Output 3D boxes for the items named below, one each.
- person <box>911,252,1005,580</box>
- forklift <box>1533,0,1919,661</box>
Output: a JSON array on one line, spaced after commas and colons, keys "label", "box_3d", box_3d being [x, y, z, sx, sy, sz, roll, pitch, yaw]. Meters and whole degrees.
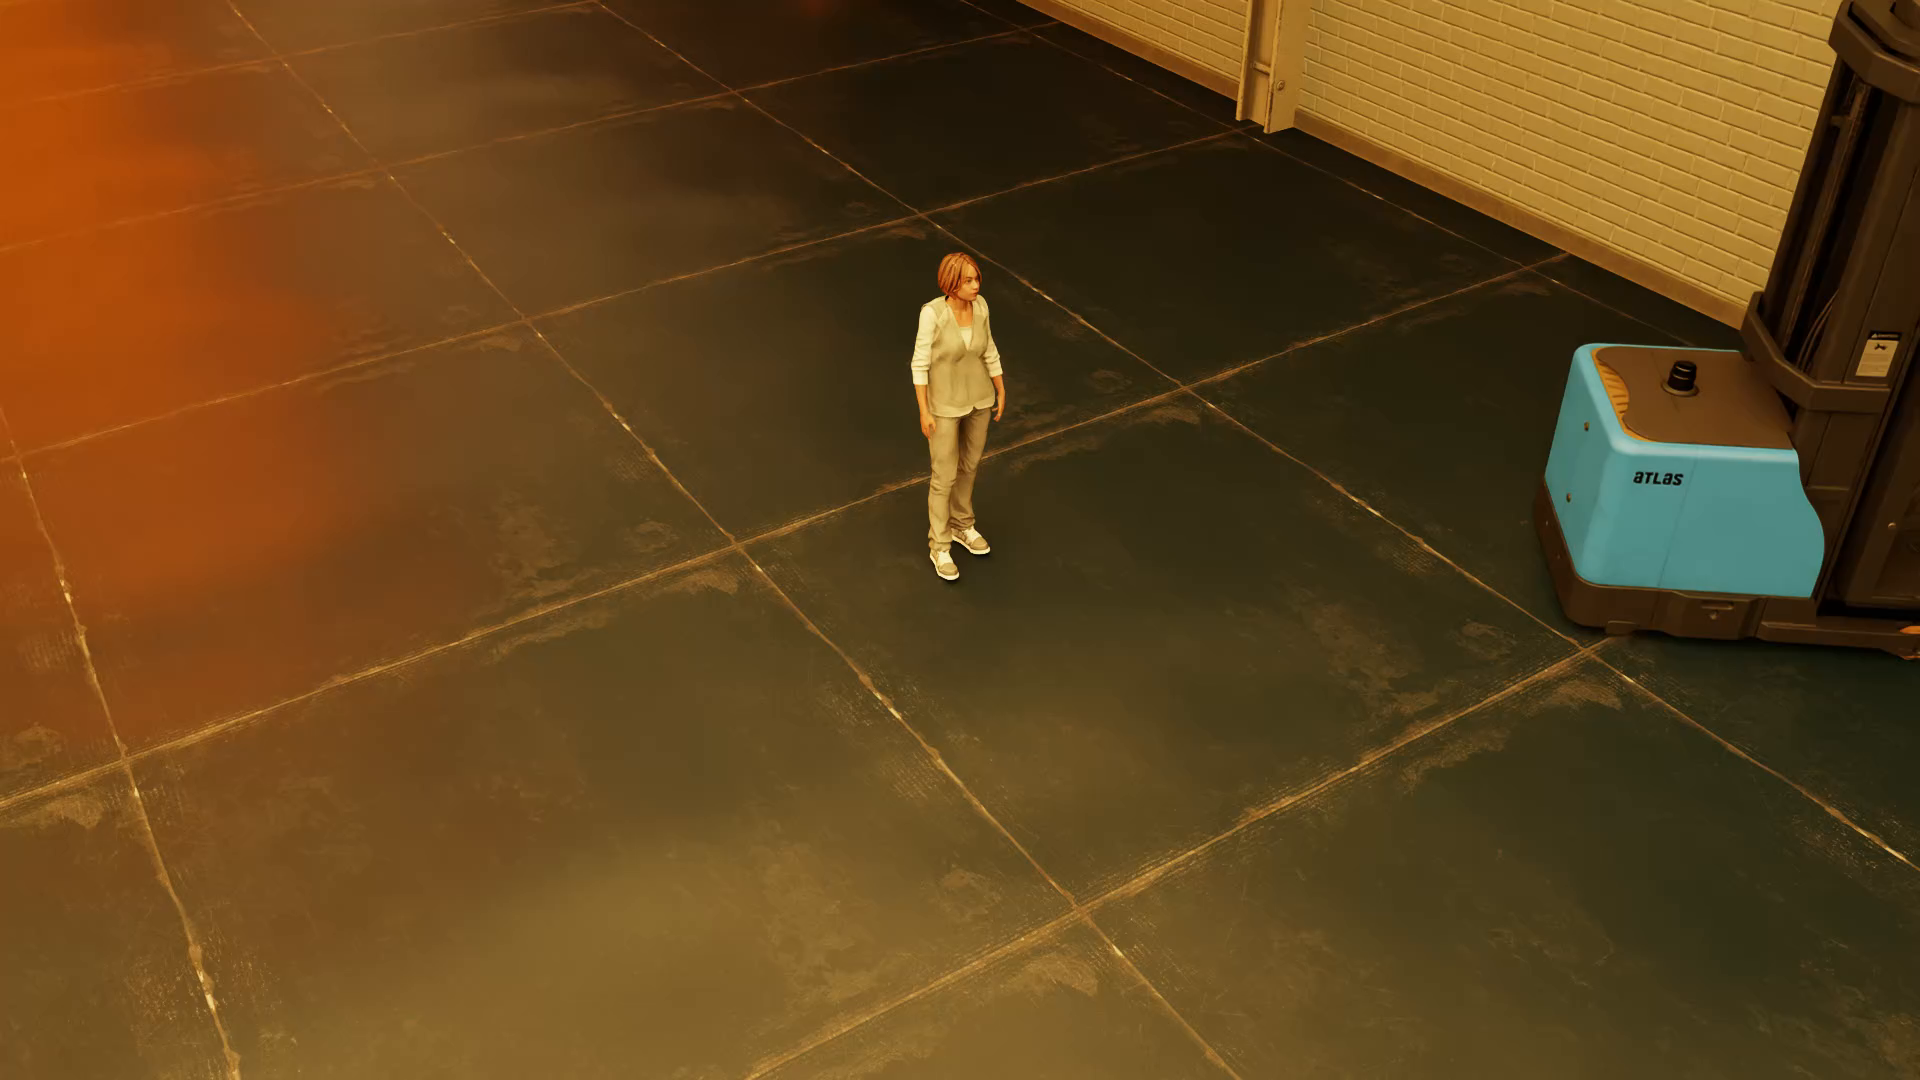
[{"label": "person", "box_3d": [0.029, -0.619, 8.177, 0.521, 1.599, 0.473, -21, 40, -27]}, {"label": "forklift", "box_3d": [4.479, -0.939, 7.484, 3.031, 2.935, 1.130, 4, 35, 5]}]
